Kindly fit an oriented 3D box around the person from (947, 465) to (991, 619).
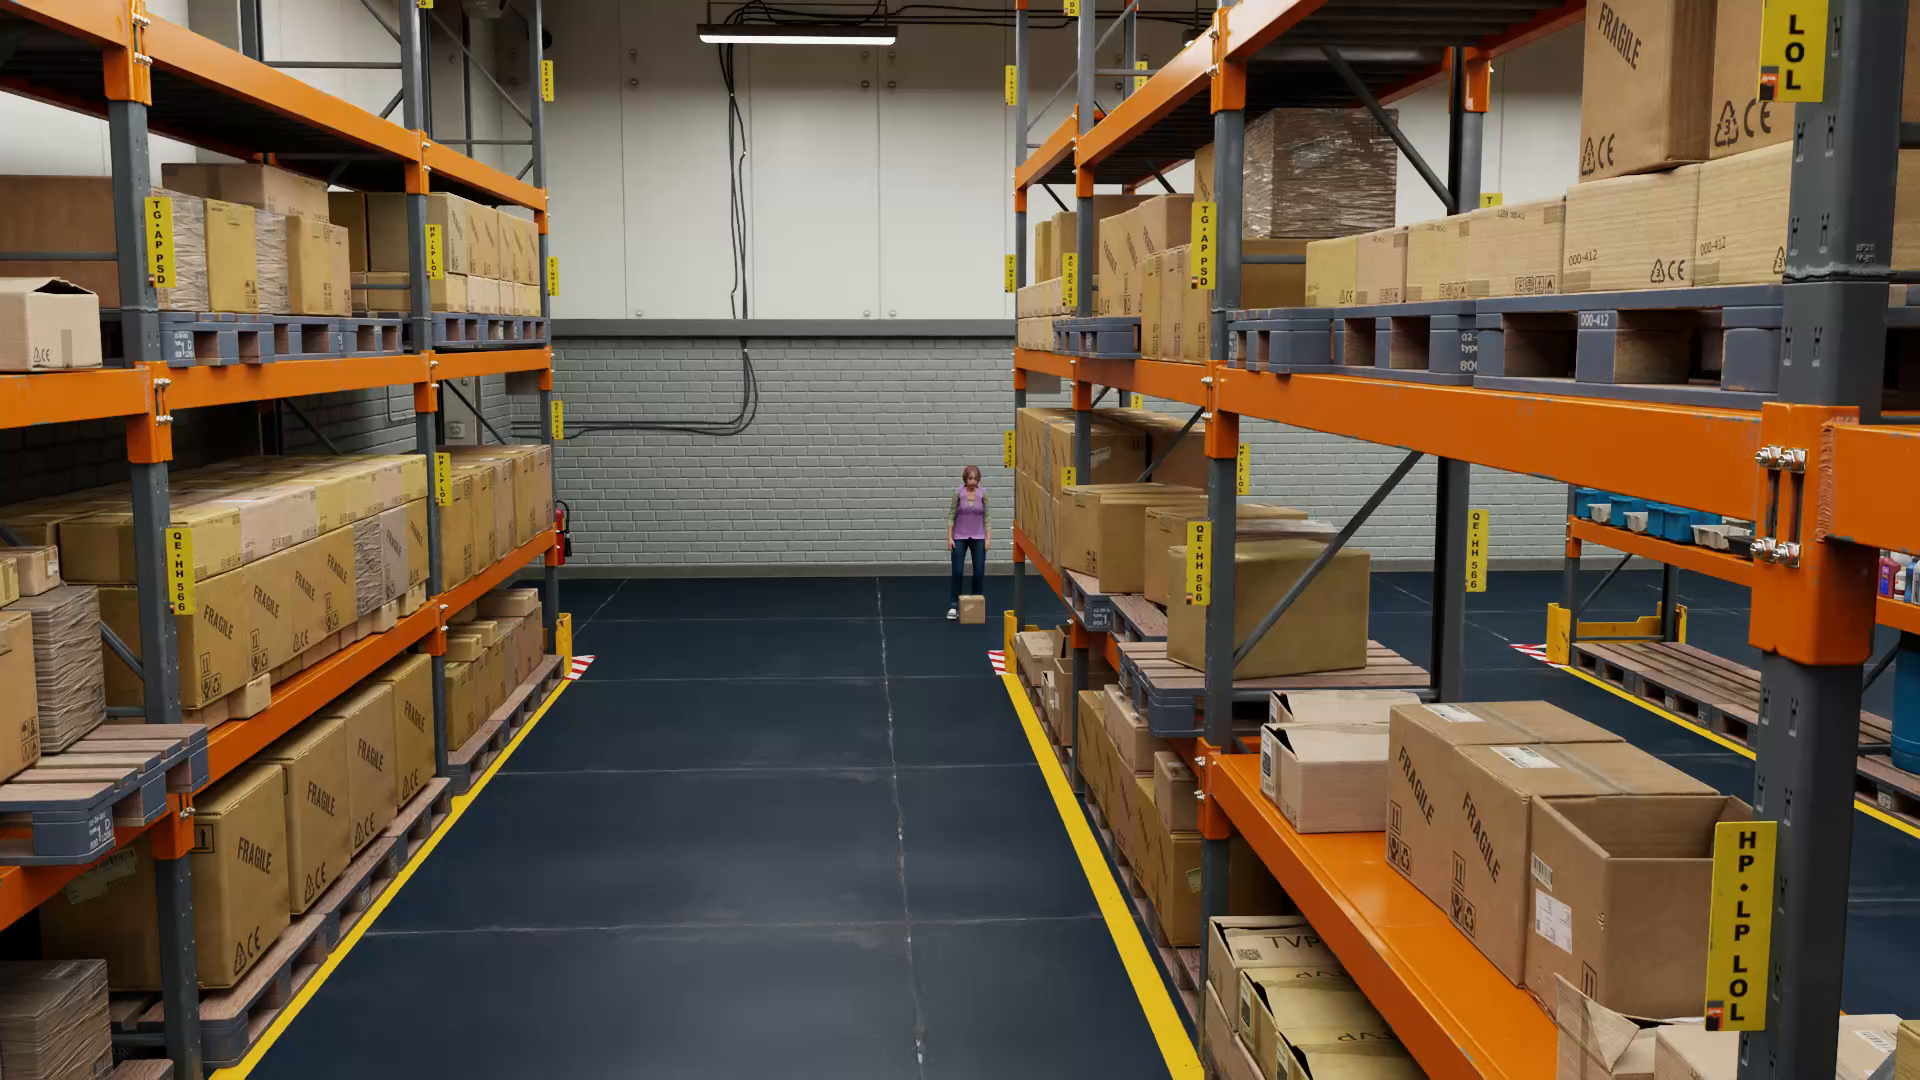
[{"bbox_3d":[0.093,0.017,17.175,0.471,1.590,0.348,-1,7,-6],"label":"person"}]
